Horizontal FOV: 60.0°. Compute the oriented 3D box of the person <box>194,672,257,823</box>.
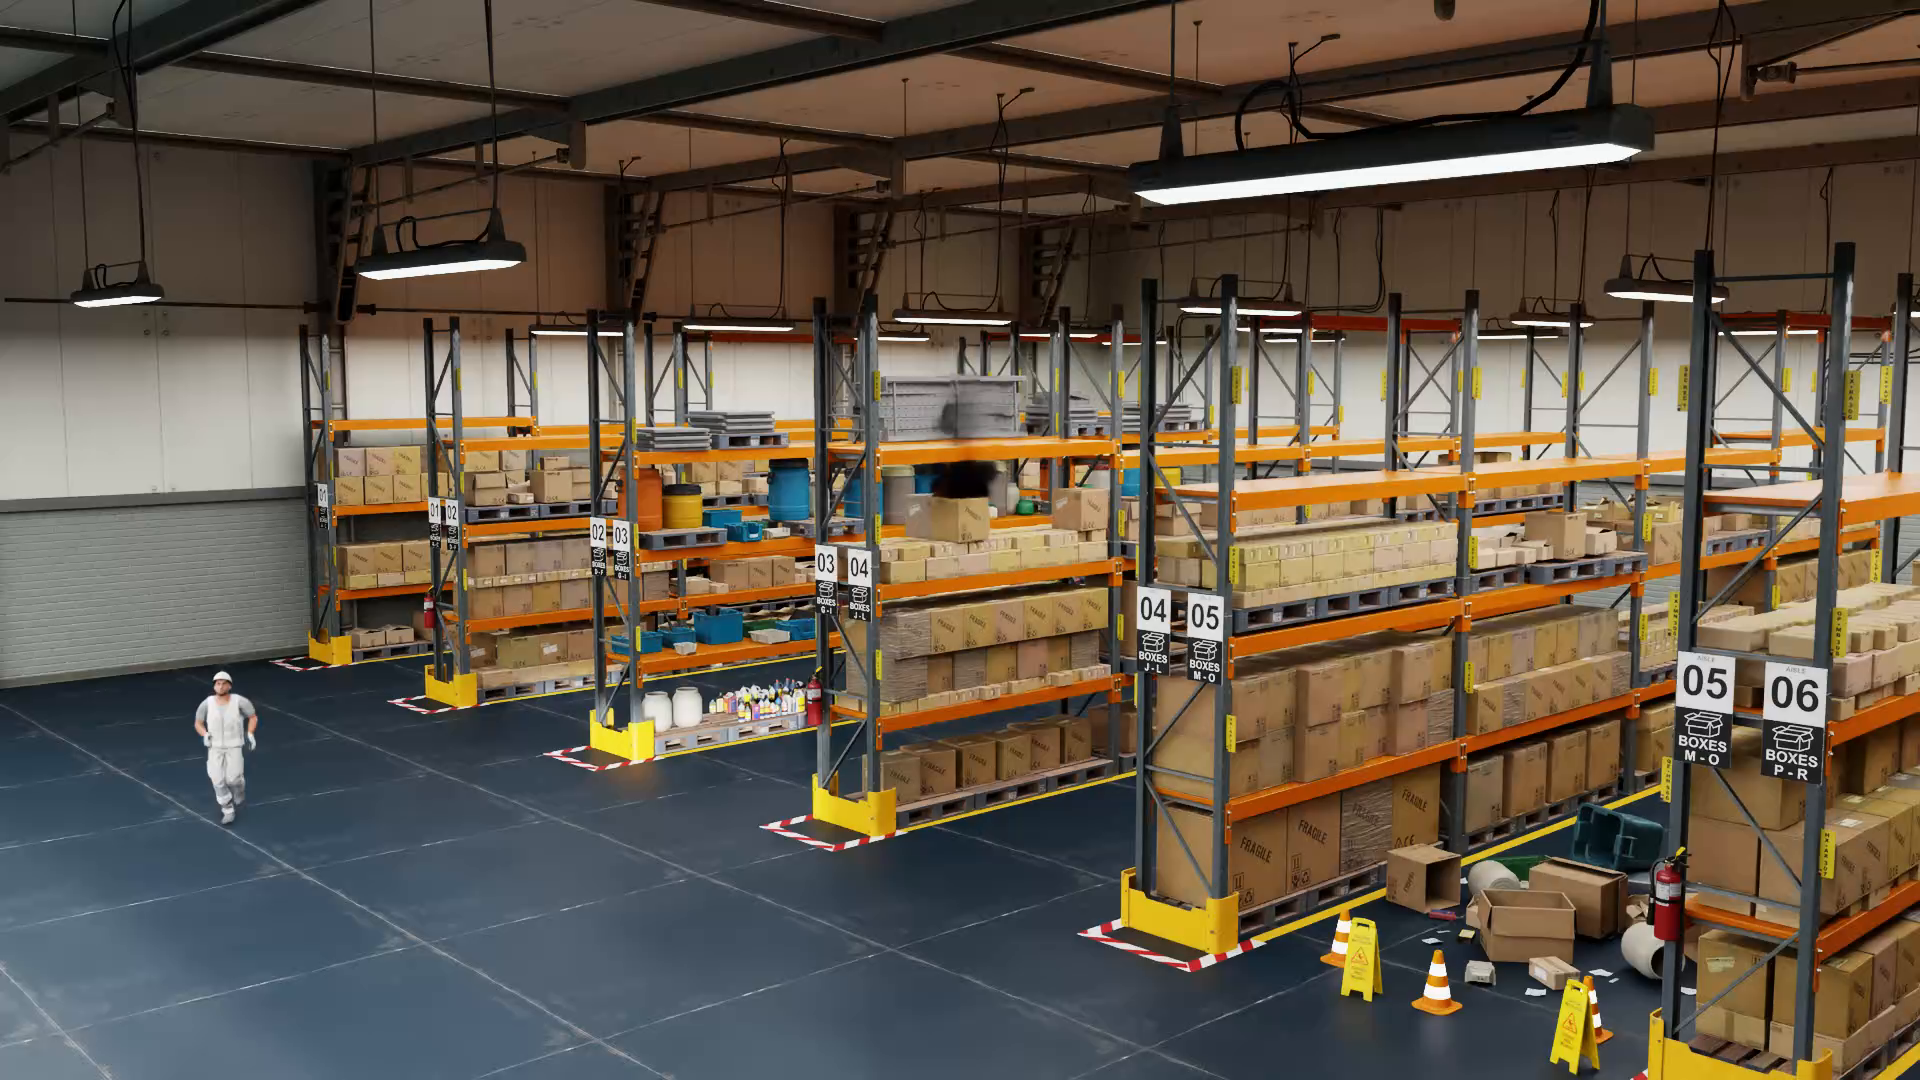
[{"bbox_3d":[-8.445,2.376,19.122,0.657,1.739,0.598,-2,6,-16],"label":"person"}]
